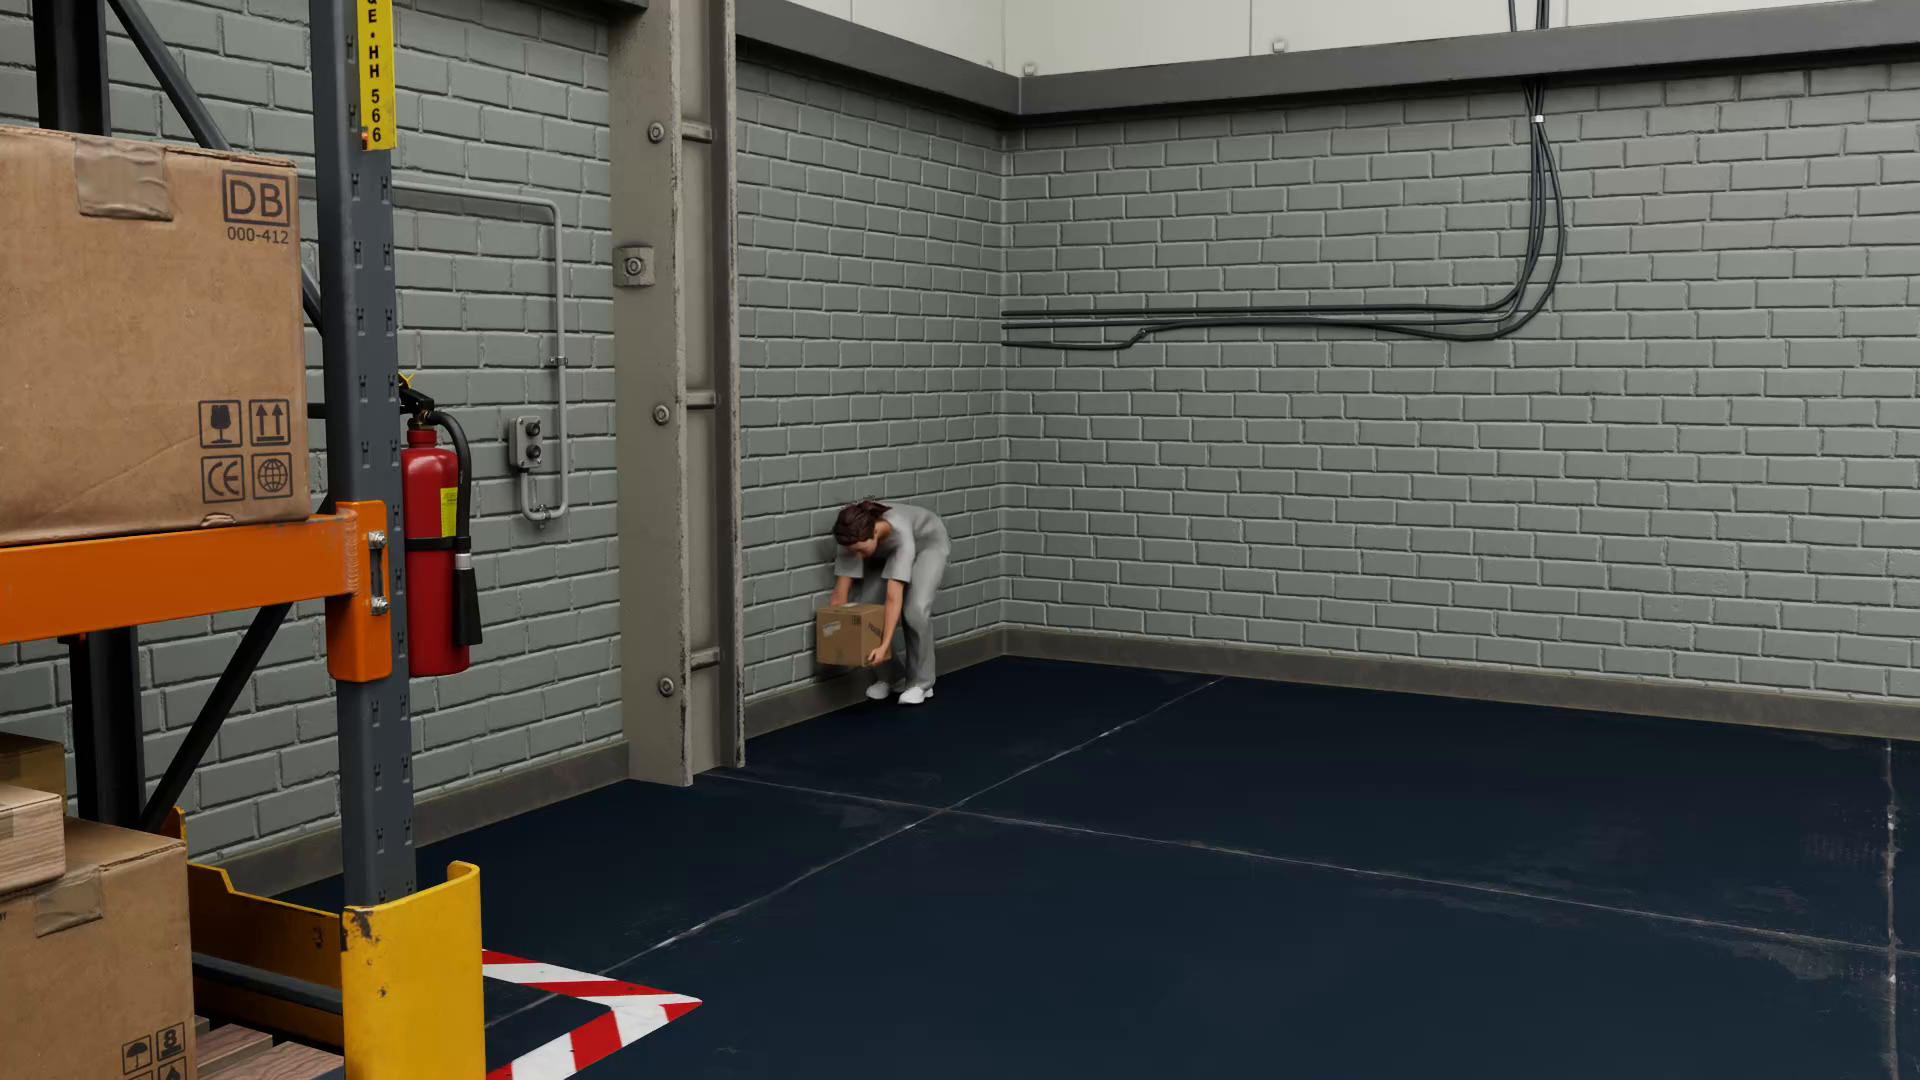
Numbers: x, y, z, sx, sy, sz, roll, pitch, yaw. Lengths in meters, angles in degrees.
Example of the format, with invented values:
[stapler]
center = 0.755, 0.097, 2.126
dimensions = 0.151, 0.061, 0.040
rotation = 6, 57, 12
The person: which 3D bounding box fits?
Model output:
[person]
center = -0.348, 0.292, 7.862
dimensions = 0.457, 0.984, 0.867
rotation = 3, 7, 26
